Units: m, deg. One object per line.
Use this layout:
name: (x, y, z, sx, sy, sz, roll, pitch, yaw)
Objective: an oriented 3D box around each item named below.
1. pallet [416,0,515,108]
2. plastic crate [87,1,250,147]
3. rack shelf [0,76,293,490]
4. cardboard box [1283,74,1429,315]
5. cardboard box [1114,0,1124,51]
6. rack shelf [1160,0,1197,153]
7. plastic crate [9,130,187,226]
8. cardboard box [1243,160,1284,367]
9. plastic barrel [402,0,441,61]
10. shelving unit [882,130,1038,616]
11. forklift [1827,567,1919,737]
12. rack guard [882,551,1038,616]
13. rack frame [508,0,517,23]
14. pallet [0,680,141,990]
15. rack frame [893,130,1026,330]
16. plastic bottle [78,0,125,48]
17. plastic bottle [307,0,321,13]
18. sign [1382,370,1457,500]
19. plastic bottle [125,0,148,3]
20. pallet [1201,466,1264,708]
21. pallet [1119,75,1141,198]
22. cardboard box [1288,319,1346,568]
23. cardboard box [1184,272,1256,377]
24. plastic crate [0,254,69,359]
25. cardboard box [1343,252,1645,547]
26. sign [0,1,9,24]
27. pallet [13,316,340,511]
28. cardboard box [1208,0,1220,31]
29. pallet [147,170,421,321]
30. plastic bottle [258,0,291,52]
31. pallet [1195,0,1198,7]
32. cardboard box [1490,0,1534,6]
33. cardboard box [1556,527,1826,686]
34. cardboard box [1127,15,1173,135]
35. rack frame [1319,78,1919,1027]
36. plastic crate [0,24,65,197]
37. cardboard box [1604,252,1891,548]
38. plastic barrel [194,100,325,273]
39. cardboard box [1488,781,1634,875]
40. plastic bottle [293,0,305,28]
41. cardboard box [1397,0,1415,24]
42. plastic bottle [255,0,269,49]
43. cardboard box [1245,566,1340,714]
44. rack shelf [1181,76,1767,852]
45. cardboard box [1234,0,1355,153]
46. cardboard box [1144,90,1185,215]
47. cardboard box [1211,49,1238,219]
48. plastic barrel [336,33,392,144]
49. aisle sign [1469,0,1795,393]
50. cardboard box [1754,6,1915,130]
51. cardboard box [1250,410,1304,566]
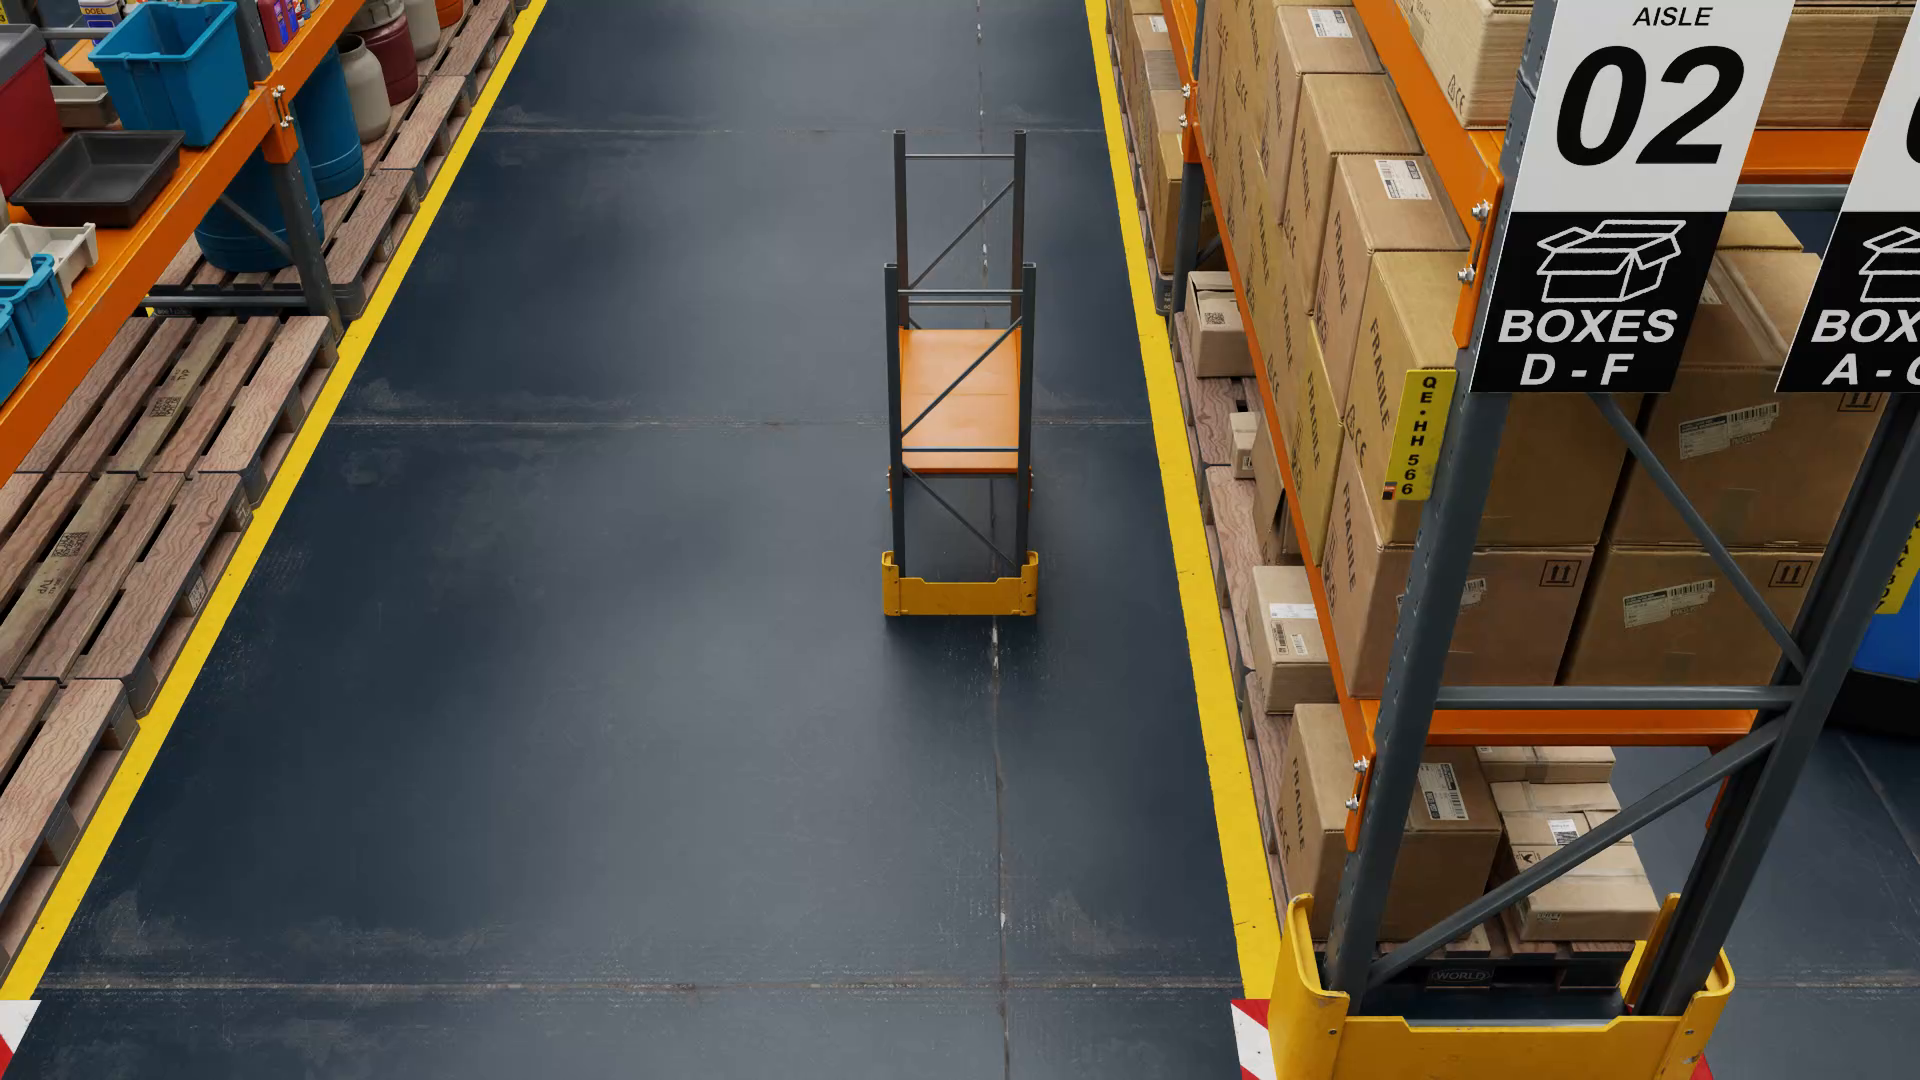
pallet: (-3.418, -3.046, 10.382, 1.003, 0.211, 1.213, 0, 39, 0)
plastic crate: (-3.114, -1.851, 6.626, 0.392, 0.384, 0.575, 0, 39, 0)
rack shelf: (-3.453, -0.595, 5.668, 1.077, 0.370, 4.000, 0, 39, 0)
cardboard box: (1.220, -0.973, 4.686, 0.500, 0.500, 0.500, 1, 39, 1)
cardboard box: (1.214, -3.213, 10.007, 0.500, 0.500, 0.500, -1, 39, -2)
rack shelf: (1.495, -3.097, 8.791, 1.077, 0.370, 4.000, 0, 39, 0)
plastic crate: (-3.186, -1.342, 6.198, 0.437, 0.125, 0.590, 0, 39, 0)
cardboard box: (1.230, -0.896, 5.390, 0.500, 0.500, 0.500, -1, 39, -1)
plastic barrel: (-3.353, -3.161, 9.950, 0.421, 0.512, 0.421, 0, 39, 0)
shelving unit: (0.000, -0.633, 6.340, 0.587, 1.500, 1.083, 0, 39, 0)
forklift: (3.917, -1.280, 6.004, 1.130, 2.935, 3.031, 11, 40, 13)
rack guard: (0.000, 0.166, 6.343, 0.587, 0.250, 0.087, 0, 39, 0)
rack frame: (-3.460, -4.627, 10.126, 1.000, 3.000, 0.127, 0, 39, 0)
pallet: (-3.413, 0.948, 5.398, 1.003, 0.211, 1.213, 0, 39, 0)
rack frame: (-0.001, -0.957, 6.744, 0.500, 1.500, 0.032, 0, 39, 0)
plastic bottle: (-3.779, -2.324, 7.350, 0.152, 0.276, 0.135, 0, 39, 0)
plastic bottle: (-3.076, -2.596, 7.690, 0.152, 0.276, 0.135, 0, 39, 0)
sign: (0.947, -0.213, 3.439, 0.100, 0.325, 0.005, 0, 39, 0)
plastic bottle: (-3.746, -2.451, 7.568, 0.097, 0.201, 0.097, 0, 39, 0)
pallet: (1.502, 0.155, 6.388, 1.003, 0.211, 1.213, 0, 39, 0)
pallet: (1.455, -2.312, 9.467, 1.003, 0.211, 1.213, 0, 39, 0)
cardboard box: (1.226, -0.269, 4.607, 0.500, 0.500, 0.500, 0, 39, 0)
cardboard box: (1.282, -0.987, 7.381, 0.500, 0.311, 0.500, 0, 39, 0)
plastic crate: (-3.124, -0.748, 5.371, 0.416, 0.233, 0.300, 0, 39, 0)
cardboard box: (1.227, -0.333, 3.887, 0.500, 0.500, 0.500, 0, 39, 0)
sign: (-4.006, -2.235, 6.919, 0.100, 0.325, 0.005, 0, 39, 0)
pallet: (-3.416, -0.578, 7.302, 1.003, 0.211, 1.213, 0, 39, 0)
cardboard box: (1.217, -2.261, 6.294, 0.500, 0.500, 0.500, 1, 39, 1)
pallet: (-3.415, -1.520, 8.478, 1.003, 0.211, 1.213, 0, 39, 0)
plastic bottle: (-3.029, -2.310, 7.327, 0.061, 0.283, 0.133, 0, 39, 0)
pallet: (1.606, -2.552, 7.689, 1.003, 0.211, 1.213, 0, 39, 0)
cardboard box: (1.247, -1.254, 3.238, 0.500, 0.250, 0.500, 0, 39, 0)
cardboard box: (1.766, 0.058, 4.200, 0.500, 0.500, 0.500, 1, 39, 1)
cardboard box: (1.215, -2.573, 9.209, 0.500, 0.500, 0.500, -1, 39, -2)
rack frame: (1.502, 0.374, 3.884, 1.000, 3.000, 0.127, 0, 39, 0)
plastic crate: (-3.705, -1.616, 6.268, 0.402, 0.464, 0.583, 0, 39, 0)
cardboard box: (1.766, -0.333, 3.887, 0.500, 0.500, 0.500, 1, 39, 1)
plastic barrel: (-3.439, -1.811, 7.954, 0.600, 0.901, 0.708, 0, 39, 0)
cardboard box: (1.845, 0.890, 5.155, 0.380, 0.166, 0.250, 0, 39, 0)
plastic bottle: (-3.048, -2.434, 7.547, 0.097, 0.201, 0.097, 0, 39, 0)
cardboard box: (1.249, -1.372, 3.784, 0.500, 0.250, 0.500, 0, 39, 0)
plastic bottle: (-3.132, -2.352, 7.326, 0.144, 0.351, 0.185, 0, 39, 0)
cardboard box: (1.284, 0.342, 5.772, 0.500, 0.250, 0.500, 0, 39, 0)
rack shelf: (1.500, -0.596, 5.670, 1.077, 0.370, 4.000, 0, 39, 0)
cardboard box: (1.218, -1.617, 5.490, 0.500, 0.500, 0.500, -1, 39, -1)
cardboard box: (1.218, -1.941, 8.420, 0.500, 0.500, 0.500, 0, 39, 0)
cardboard box: (1.230, -1.527, 6.177, 0.500, 0.500, 0.500, 1, 39, 1)
plastic barrel: (-3.351, -2.455, 9.069, 0.421, 0.512, 0.421, 0, 39, 0)
aisle sign: (1.196, -0.597, 3.018, 0.394, 0.787, 0.004, 0, 39, 0)
cardboard box: (1.756, -1.059, 3.394, 0.500, 0.250, 0.500, 0, 39, 0)
cardboard box: (1.505, -0.150, 6.183, 0.797, 0.503, 0.637, 0, 39, 0)
